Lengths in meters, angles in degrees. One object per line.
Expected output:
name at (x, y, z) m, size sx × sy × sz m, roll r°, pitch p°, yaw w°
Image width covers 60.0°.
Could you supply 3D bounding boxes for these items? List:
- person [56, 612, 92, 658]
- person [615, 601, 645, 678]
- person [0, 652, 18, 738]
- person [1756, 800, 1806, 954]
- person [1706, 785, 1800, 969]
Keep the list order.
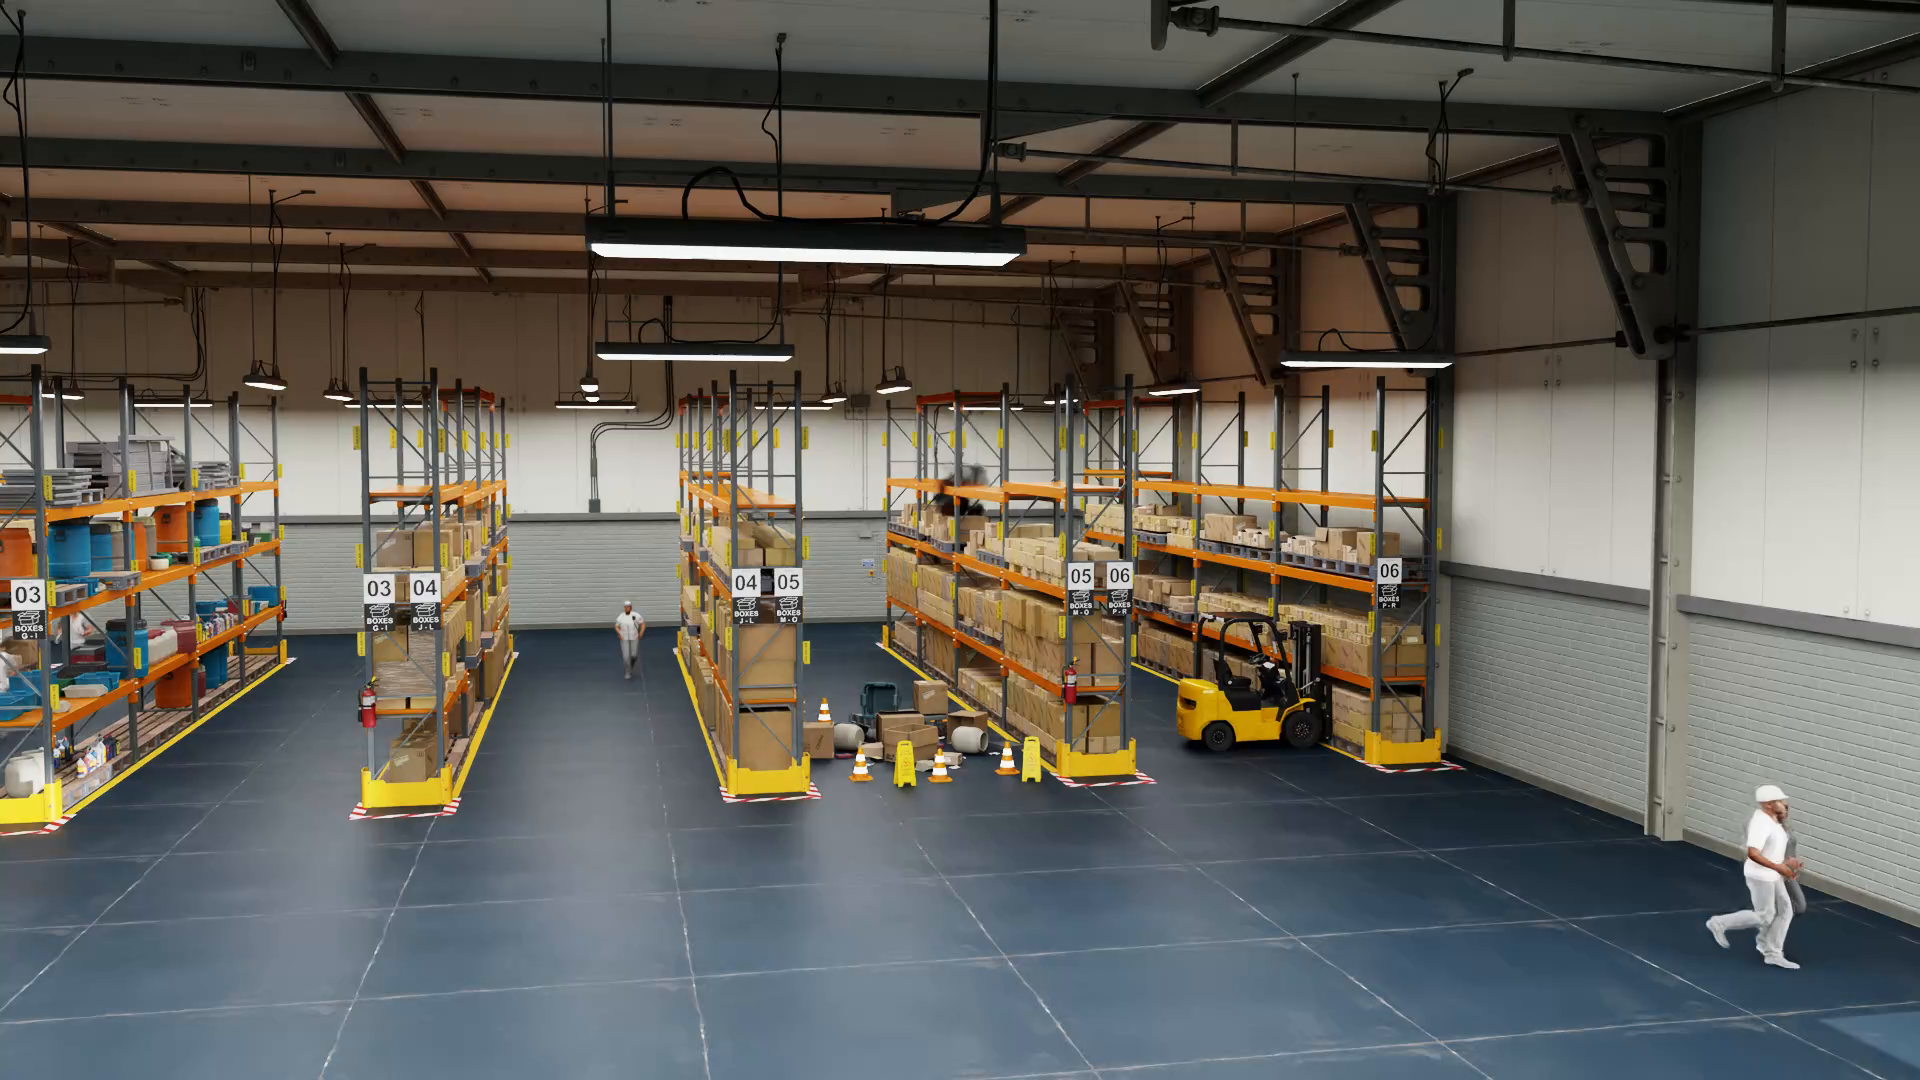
person at (-17.880, 2.118, 33.552) m, size 0.669 × 1.766 × 0.928 m, roll -1°, pitch 4°, yaw -20°
person at (-6.965, 2.109, 35.044) m, size 0.616 × 1.630 × 0.508 m, roll 0°, pitch 3°, yaw -6°
person at (-16.052, 2.480, 27.597) m, size 0.669 × 1.737 × 0.589 m, roll -1°, pitch 4°, yaw -19°
person at (7.954, 3.258, 16.092) m, size 0.526 × 1.556 × 0.536 m, roll -2°, pitch 4°, yaw -33°
person at (7.610, 3.193, 15.913) m, size 0.815 × 1.739 × 0.689 m, roll 2°, pitch 4°, yaw 34°
